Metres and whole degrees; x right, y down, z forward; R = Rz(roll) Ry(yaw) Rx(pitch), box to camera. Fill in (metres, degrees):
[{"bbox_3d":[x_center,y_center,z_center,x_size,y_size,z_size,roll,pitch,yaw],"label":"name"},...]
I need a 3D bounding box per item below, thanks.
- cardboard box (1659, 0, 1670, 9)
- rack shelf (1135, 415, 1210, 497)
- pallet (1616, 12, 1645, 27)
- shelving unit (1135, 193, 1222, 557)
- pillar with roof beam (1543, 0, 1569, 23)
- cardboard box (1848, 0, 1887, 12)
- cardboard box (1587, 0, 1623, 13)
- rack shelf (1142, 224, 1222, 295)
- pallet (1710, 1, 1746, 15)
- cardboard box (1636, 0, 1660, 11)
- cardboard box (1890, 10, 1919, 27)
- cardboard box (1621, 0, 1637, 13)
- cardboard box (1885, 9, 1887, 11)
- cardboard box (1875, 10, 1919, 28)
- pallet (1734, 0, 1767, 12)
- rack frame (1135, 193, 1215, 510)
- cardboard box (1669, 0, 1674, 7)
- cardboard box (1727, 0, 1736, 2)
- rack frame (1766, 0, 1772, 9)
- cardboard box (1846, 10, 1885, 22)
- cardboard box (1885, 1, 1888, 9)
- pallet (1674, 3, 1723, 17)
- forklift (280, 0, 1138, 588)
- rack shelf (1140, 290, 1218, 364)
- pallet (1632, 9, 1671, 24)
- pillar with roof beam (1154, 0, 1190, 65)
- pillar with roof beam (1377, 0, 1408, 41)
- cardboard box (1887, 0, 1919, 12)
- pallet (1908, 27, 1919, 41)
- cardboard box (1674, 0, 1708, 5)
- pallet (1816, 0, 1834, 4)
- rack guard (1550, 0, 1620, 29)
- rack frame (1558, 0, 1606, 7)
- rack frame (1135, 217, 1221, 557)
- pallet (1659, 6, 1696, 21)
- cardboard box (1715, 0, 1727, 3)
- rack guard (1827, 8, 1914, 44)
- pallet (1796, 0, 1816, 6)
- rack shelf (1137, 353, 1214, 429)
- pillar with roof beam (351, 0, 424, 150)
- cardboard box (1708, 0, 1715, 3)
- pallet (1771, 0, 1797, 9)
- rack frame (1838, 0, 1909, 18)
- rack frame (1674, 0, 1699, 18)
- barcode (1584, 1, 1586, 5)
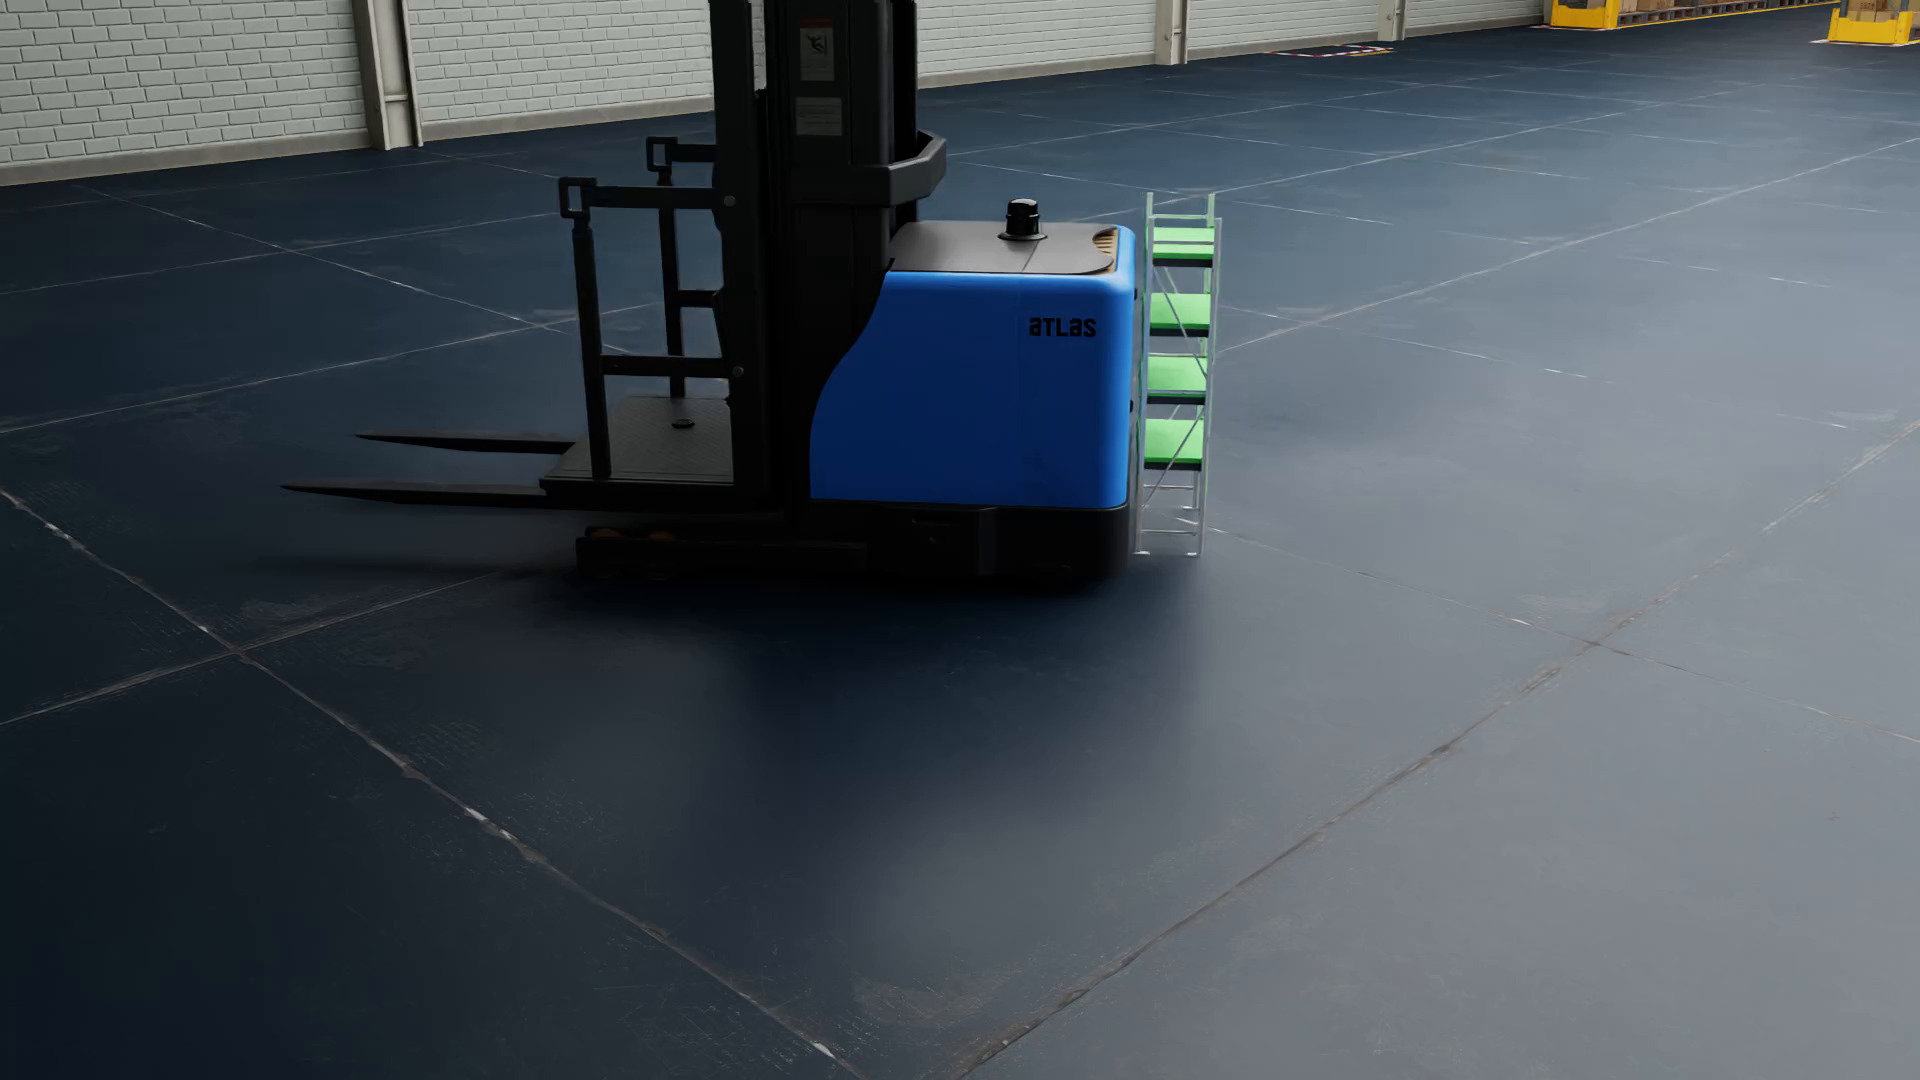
[{"bbox_3d":[13.611,-10.707,32.622,0.500,0.500,0.500,17,27,37],"label":"cardboard box"},{"bbox_3d":[0.768,-0.311,6.058,0.258,0.148,0.480,2,21,5],"label":"rack shelf"},{"bbox_3d":[12.161,-9.835,31.369,1.003,0.211,1.213,19,28,41],"label":"pallet"},{"bbox_3d":[0.768,-0.594,5.949,0.258,1.200,0.503,2,21,5],"label":"shelving unit"},{"bbox_3d":[14.469,-13.037,27.449,9.100,9.000,0.400,19,28,41],"label":"pillar with roof beam"},{"bbox_3d":[15.229,-9.153,27.910,0.500,0.500,0.500,19,28,41],"label":"cardboard box"},{"bbox_3d":[12.063,-10.023,31.105,0.500,0.311,0.500,15,26,35],"label":"cardboard box"},{"bbox_3d":[0.768,-0.983,5.799,0.258,0.148,0.480,2,21,5],"label":"rack shelf"},{"bbox_3d":[15.700,-11.160,34.814,1.003,0.211,1.213,19,28,41],"label":"pallet"},{"bbox_3d":[13.009,-10.434,31.910,0.700,0.500,0.500,17,27,37],"label":"cardboard box"},{"bbox_3d":[15.948,-8.803,28.043,0.500,0.250,0.500,19,28,41],"label":"cardboard box"},{"bbox_3d":[12.461,-10.170,31.486,0.500,0.311,0.500,-17,27,-38],"label":"cardboard box"},{"bbox_3d":[15.571,-8.934,28.386,0.500,0.250,0.500,19,28,41],"label":"cardboard box"},{"bbox_3d":[15.602,-8.673,27.706,0.500,0.250,0.500,19,28,41],"label":"cardboard box"},{"bbox_3d":[16.551,-11.472,35.626,1.003,0.211,1.213,19,28,41],"label":"pallet"},{"bbox_3d":[0.792,-0.682,6.175,0.240,1.200,0.015,2,21,5],"label":"rack frame"},{"bbox_3d":[13.955,-10.683,33.025,0.380,0.166,0.250,15,26,34],"label":"cardboard box"},{"bbox_3d":[15.863,-11.576,34.882,0.700,0.500,0.500,19,28,40],"label":"cardboard box"},{"bbox_3d":[17.097,-12.974,35.648,1.000,3.000,0.127,19,28,41],"label":"rack frame"},{"bbox_3d":[15.230,-8.803,28.043,0.500,0.250,0.500,19,28,41],"label":"cardboard box"},{"bbox_3d":[15.916,-9.414,28.589,0.500,0.500,0.500,19,28,41],"label":"cardboard box"},{"bbox_3d":[14.849,-10.844,33.995,1.003,0.211,1.213,19,28,41],"label":"pallet"},{"bbox_3d":[-0.897,-1.415,5.670,3.031,2.935,1.130,2,21,6],"label":"forklift"},{"bbox_3d":[0.768,-0.759,5.885,0.258,0.148,0.480,2,21,5],"label":"rack shelf"},{"bbox_3d":[13.012,-10.147,32.181,1.003,0.211,1.213,19,28,41],"label":"pallet"},{"bbox_3d":[6.098,-9.952,19.424,9.100,9.000,0.400,19,28,41],"label":"pillar with roof beam"},{"bbox_3d":[10.284,-11.494,23.437,9.100,9.000,0.400,19,28,41],"label":"pillar with roof beam"},{"bbox_3d":[15.949,-9.152,27.907,0.500,0.500,0.500,19,28,41],"label":"cardboard box"},{"bbox_3d":[15.572,-8.584,28.113,1.003,0.211,1.213,19,28,41],"label":"pallet"},{"bbox_3d":[14.808,-11.177,33.845,0.500,0.500,0.700,-19,28,-40],"label":"cardboard box"},{"bbox_3d":[19.403,-12.483,38.258,1.003,0.211,1.213,19,28,41],"label":"pallet"},{"bbox_3d":[11.569,-9.770,30.797,1.175,0.500,0.348,19,28,41],"label":"rack guard"},{"bbox_3d":[11.516,-10.917,30.298,1.000,3.000,0.127,19,28,41],"label":"rack frame"},{"bbox_3d":[0.744,-0.507,5.722,0.240,1.200,0.015,2,21,5],"label":"rack frame"},{"bbox_3d":[13.863,-10.462,33.001,1.003,0.211,1.213,19,28,41],"label":"pallet"},{"bbox_3d":[15.518,-11.444,34.538,0.700,0.500,0.500,20,28,41],"label":"cardboard box"},{"bbox_3d":[15.051,-8.506,27.507,1.175,0.500,0.348,19,28,41],"label":"rack guard"},{"bbox_3d":[18.552,-12.168,37.438,1.003,0.211,1.213,19,28,41],"label":"pallet"},{"bbox_3d":[0.768,-0.535,5.972,0.258,0.148,0.480,2,21,5],"label":"rack shelf"},{"bbox_3d":[-2.273,-6.867,11.399,9.100,9.000,0.400,19,28,41],"label":"pillar with roof beam"},{"bbox_3d":[15.133,-11.323,34.224,0.700,0.500,0.500,19,28,40],"label":"cardboard box"},{"bbox_3d":[17.701,-11.856,36.626,1.003,0.211,1.213,19,28,41],"label":"pallet"},{"bbox_3d":[15.068,-9.678,27.074,1.000,3.000,0.127,19,28,41],"label":"rack frame"},{"bbox_3d":[14.307,-11.946,32.973,1.000,3.000,0.127,19,28,41],"label":"rack frame"},{"bbox_3d":[11.789,-10.132,31.376,0.001,0.075,0.075,19,28,41],"label":"barcode"}]
